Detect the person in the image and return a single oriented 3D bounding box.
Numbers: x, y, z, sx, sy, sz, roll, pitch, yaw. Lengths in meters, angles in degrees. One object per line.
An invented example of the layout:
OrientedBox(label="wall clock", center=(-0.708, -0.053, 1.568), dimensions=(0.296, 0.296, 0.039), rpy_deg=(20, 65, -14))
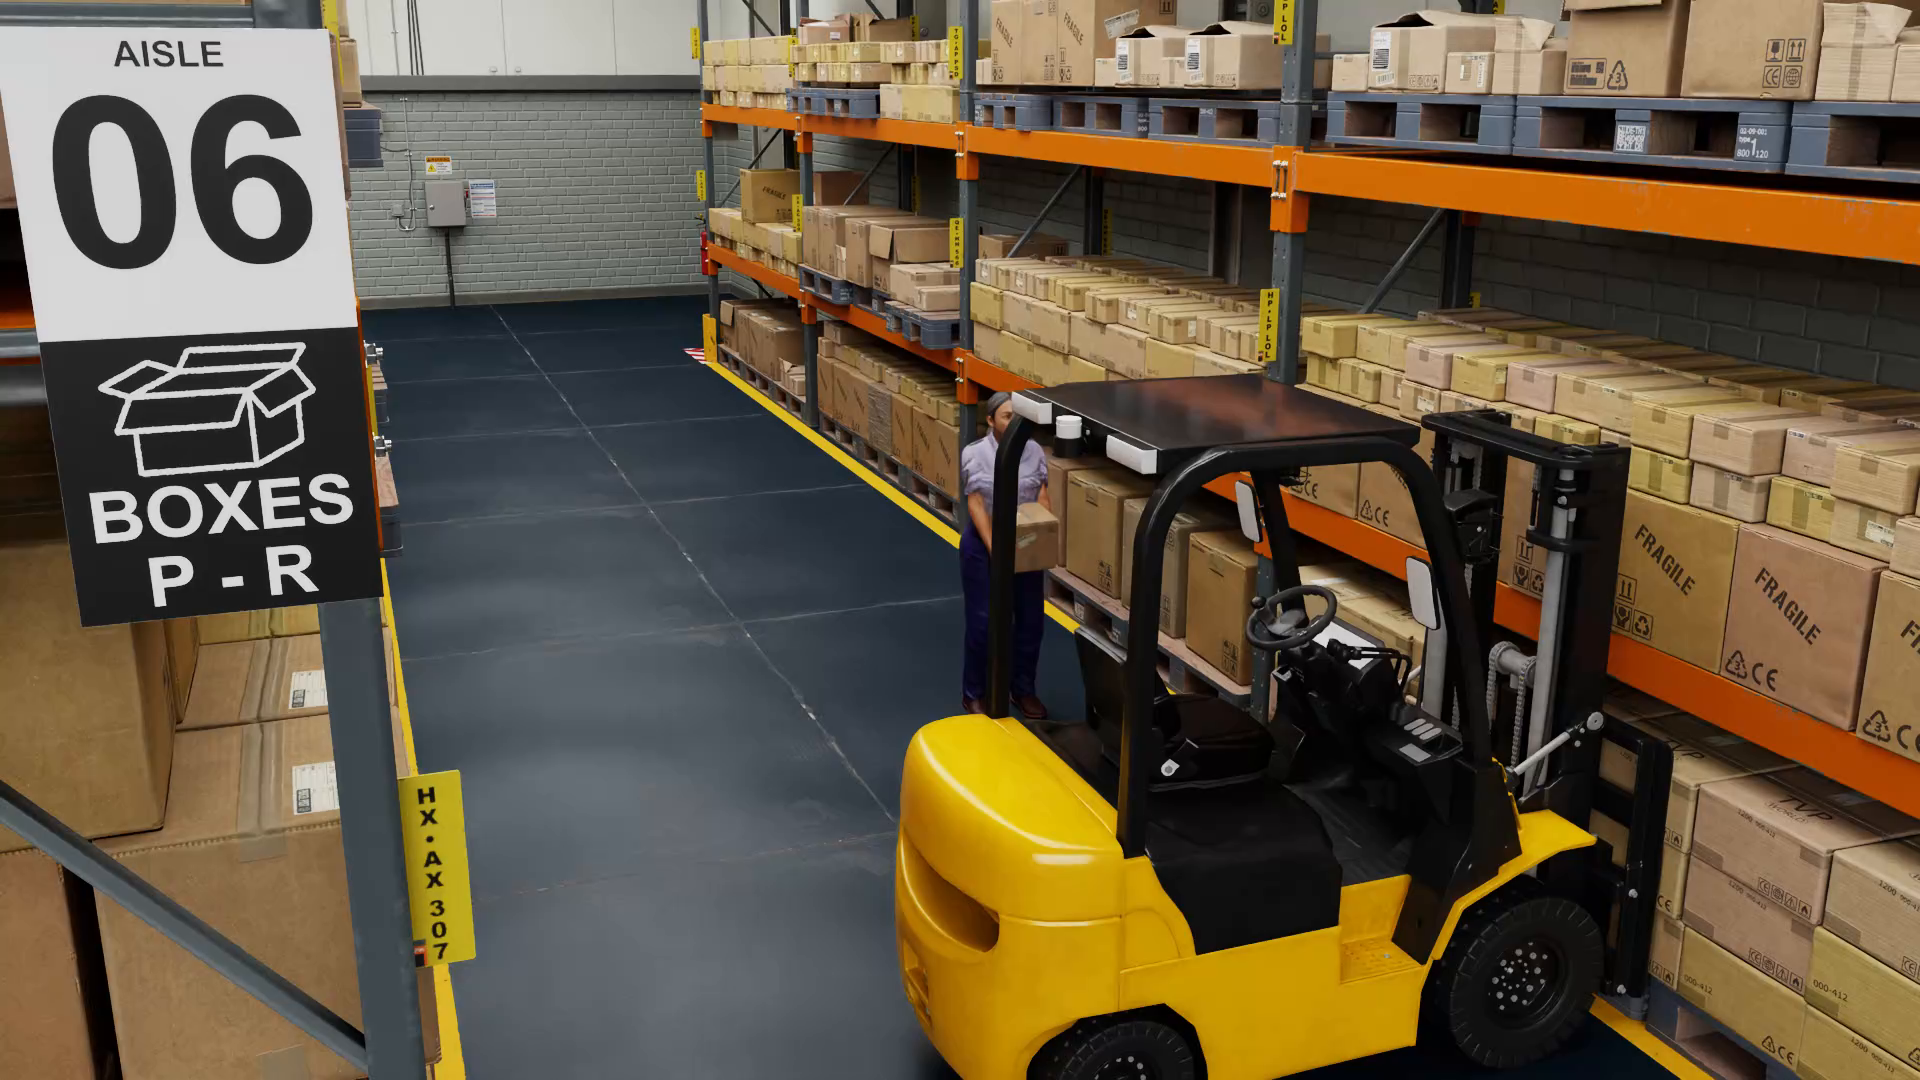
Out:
OrientedBox(label="person", center=(0.248, 0.092, 8.246), dimensions=(0.441, 1.646, 0.519), rpy_deg=(-6, 17, -20))
